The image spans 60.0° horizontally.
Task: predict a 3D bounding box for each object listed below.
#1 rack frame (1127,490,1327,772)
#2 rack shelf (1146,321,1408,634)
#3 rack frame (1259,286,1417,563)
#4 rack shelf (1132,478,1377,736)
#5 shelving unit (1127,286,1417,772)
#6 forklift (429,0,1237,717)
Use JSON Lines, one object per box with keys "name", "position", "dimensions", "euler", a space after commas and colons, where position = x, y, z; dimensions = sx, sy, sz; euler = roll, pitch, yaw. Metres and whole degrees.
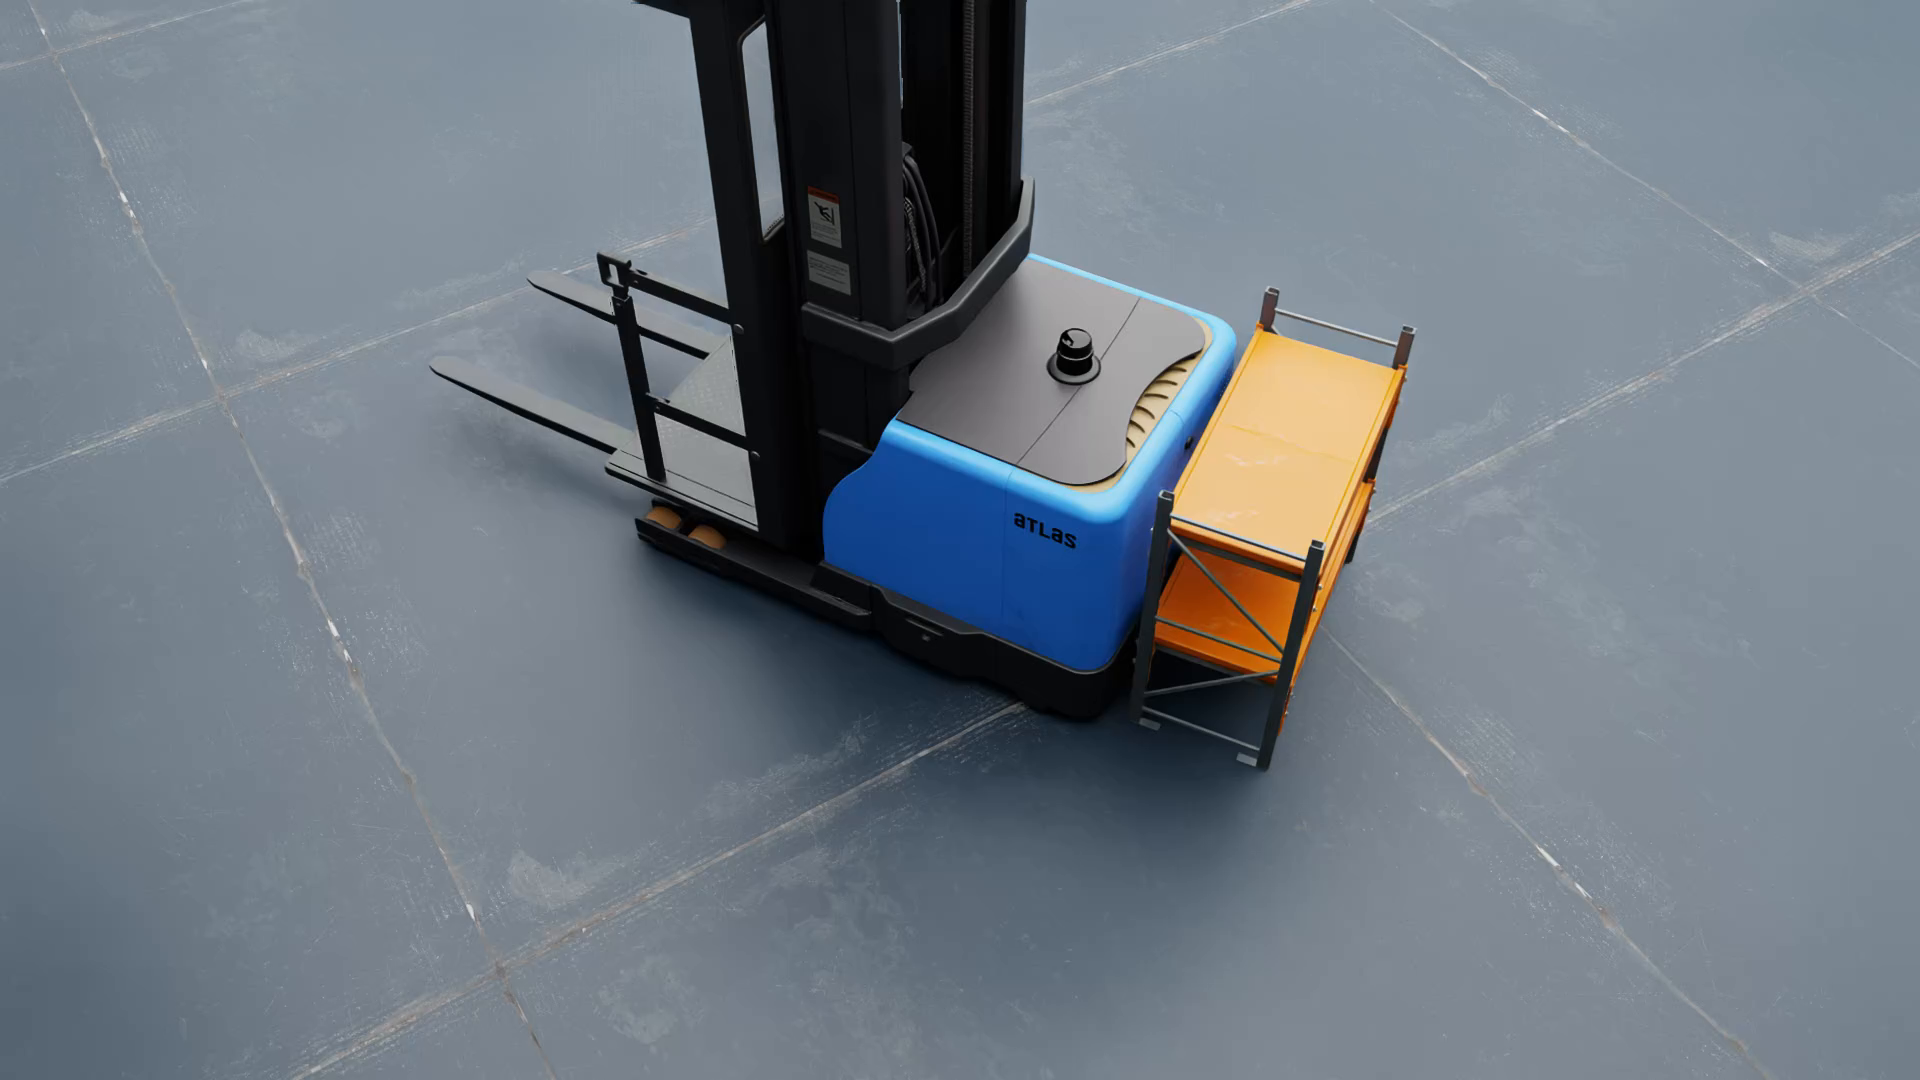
{"name": "rack frame", "position": [0.809, 0.314, 5.216], "dimensions": [0.500, 1.125, 0.032], "euler": [19, 51, 16]}
{"name": "rack shelf", "position": [1.022, -0.225, 5.304], "dimensions": [0.538, 0.278, 1.000], "euler": [19, 51, 16]}
{"name": "rack frame", "position": [1.234, -0.376, 5.830], "dimensions": [0.500, 1.125, 0.032], "euler": [19, 51, 16]}
{"name": "rack shelf", "position": [1.020, 0.131, 5.706], "dimensions": [0.538, 0.278, 1.000], "euler": [19, 51, 16]}
{"name": "shelving unit", "position": [1.021, -0.031, 5.523], "dimensions": [0.538, 1.125, 1.048], "euler": [19, 51, 16]}
{"name": "forklift", "position": [-0.617, -1.190, 5.347], "dimensions": [3.031, 2.935, 1.130], "euler": [22, 52, 19]}
